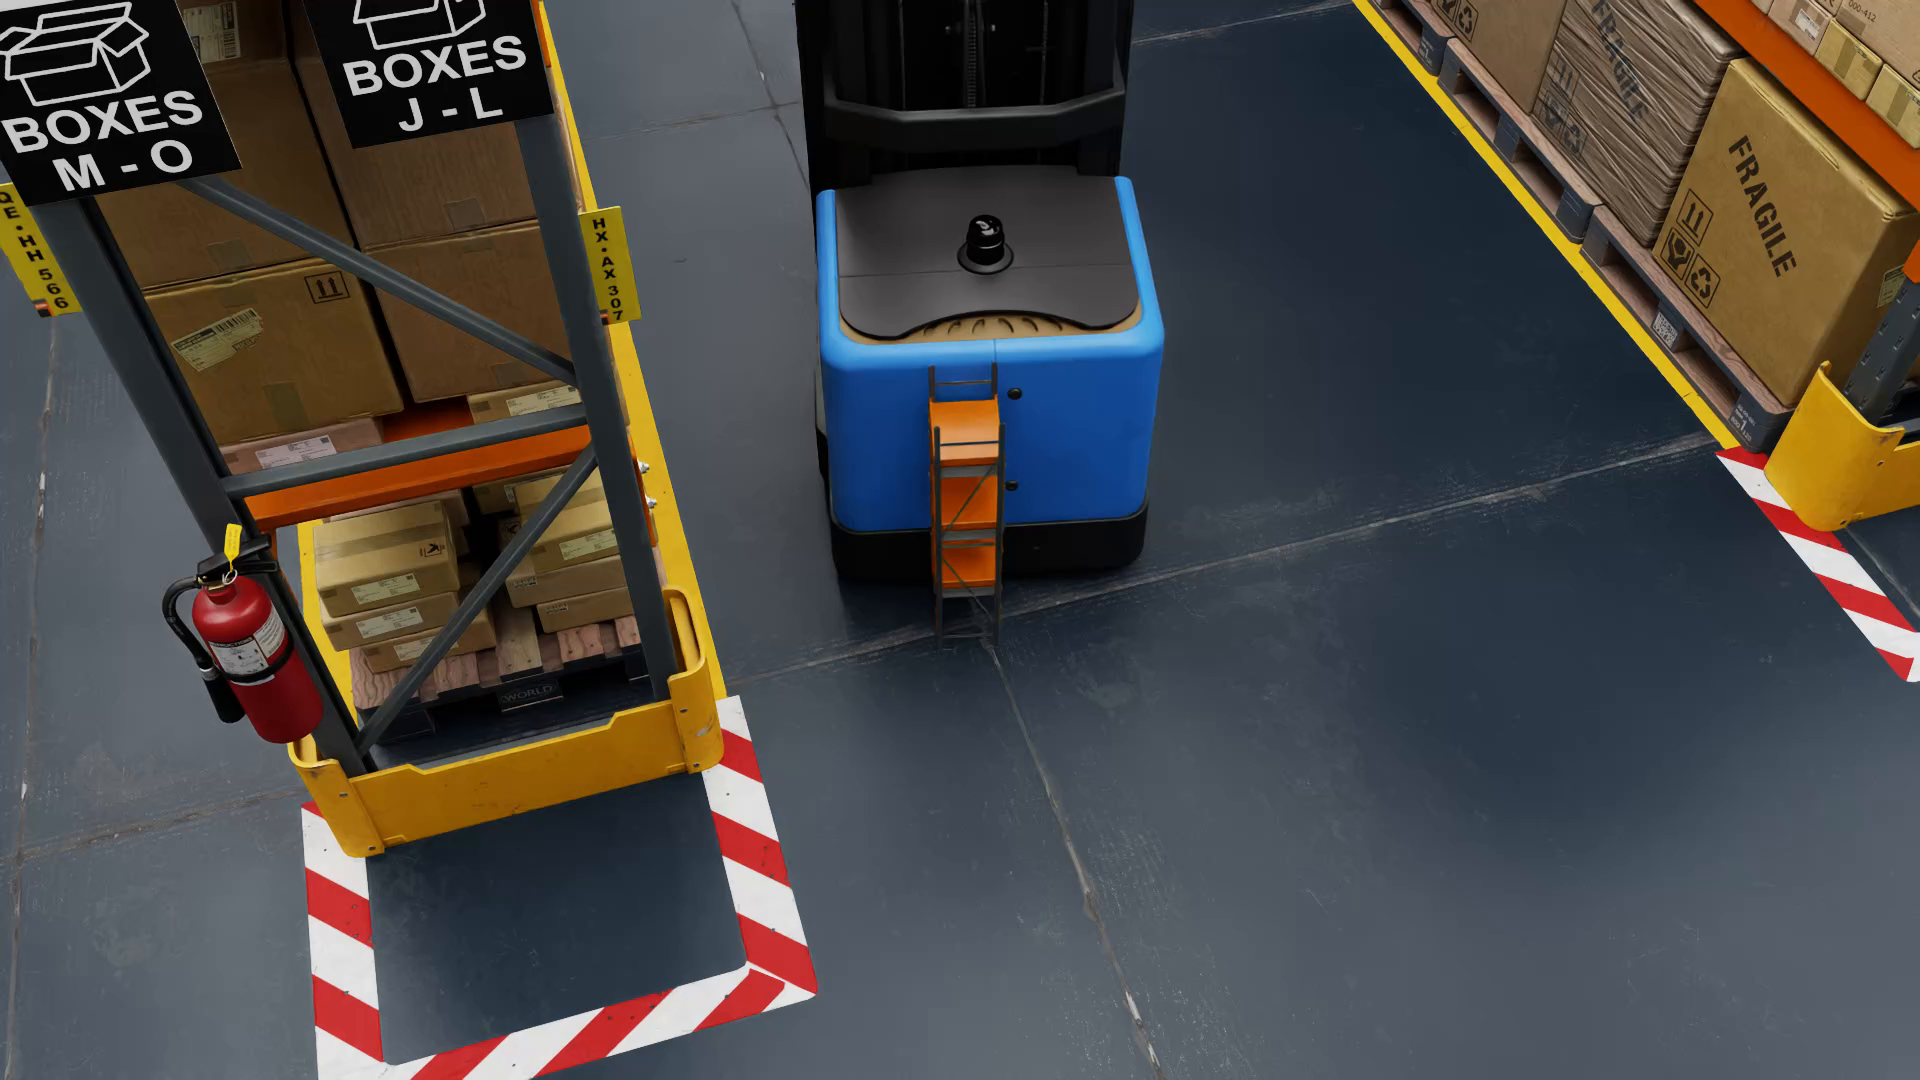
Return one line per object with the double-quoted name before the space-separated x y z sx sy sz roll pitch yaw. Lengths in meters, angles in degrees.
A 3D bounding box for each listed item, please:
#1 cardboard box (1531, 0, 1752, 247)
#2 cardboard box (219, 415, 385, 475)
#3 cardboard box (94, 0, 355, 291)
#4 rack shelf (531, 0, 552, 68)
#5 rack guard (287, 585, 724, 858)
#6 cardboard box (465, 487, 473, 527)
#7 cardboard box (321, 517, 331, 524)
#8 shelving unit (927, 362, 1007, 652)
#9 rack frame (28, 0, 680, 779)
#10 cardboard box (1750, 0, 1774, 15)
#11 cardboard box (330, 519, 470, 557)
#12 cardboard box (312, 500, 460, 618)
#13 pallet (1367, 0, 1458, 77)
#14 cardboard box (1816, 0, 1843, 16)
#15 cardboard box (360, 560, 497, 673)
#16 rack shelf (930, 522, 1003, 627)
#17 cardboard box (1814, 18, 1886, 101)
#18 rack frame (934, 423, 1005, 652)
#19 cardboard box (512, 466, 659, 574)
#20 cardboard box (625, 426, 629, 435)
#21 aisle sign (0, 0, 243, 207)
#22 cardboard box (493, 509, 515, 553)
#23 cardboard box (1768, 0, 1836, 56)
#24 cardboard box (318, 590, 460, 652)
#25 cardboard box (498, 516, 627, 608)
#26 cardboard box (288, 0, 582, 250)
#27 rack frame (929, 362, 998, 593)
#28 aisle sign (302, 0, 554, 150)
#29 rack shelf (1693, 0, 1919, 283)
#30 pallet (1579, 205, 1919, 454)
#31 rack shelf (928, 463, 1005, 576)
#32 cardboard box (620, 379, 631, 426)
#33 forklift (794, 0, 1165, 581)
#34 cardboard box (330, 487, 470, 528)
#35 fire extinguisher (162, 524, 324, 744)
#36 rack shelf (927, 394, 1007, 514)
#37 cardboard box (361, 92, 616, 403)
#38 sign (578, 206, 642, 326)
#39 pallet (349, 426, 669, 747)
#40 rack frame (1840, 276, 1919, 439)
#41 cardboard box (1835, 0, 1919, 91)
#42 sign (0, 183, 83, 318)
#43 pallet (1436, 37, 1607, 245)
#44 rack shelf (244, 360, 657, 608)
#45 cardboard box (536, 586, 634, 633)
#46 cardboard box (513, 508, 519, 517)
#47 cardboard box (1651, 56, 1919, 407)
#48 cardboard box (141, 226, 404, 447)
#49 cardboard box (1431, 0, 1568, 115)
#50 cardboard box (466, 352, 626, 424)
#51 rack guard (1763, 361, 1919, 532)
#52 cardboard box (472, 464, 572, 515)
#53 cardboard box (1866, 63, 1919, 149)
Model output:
"cardboard box" 2.927 -1.821 6.439 0.875 0.875 0.875 -13 51 -11
"cardboard box" -1.673 -0.302 4.207 0.380 0.149 0.250 -13 51 -11
"cardboard box" -1.679 -0.938 3.665 0.500 0.500 0.500 -14 51 -12
"rack shelf" -1.898 -2.405 4.324 1.077 0.370 4.000 -13 51 -11
"rack guard" -1.329 0.541 4.967 1.175 0.500 0.348 -13 51 -11
"cardboard box" -1.830 -0.140 5.496 0.380 0.149 0.250 -14 51 -11
"cardboard box" -1.890 -0.222 5.370 0.380 0.149 0.250 -15 52 -12
"shelving unit" 0.018 -0.074 5.126 0.215 1.050 0.252 -3 50 -3
"rack frame" -1.306 -0.209 3.964 1.000 3.000 0.127 -13 51 -11
"cardboard box" 2.817 -1.918 5.569 0.380 0.149 0.250 -13 51 -10
"cardboard box" -1.761 -0.046 5.222 0.380 0.149 0.250 -14 51 -12
"cardboard box" -1.705 0.053 4.944 0.380 0.149 0.250 -13 51 -11
"pallet" 2.429 -2.706 7.894 1.003 0.211 1.213 -13 51 -11
"cardboard box" 2.915 -1.969 5.352 0.500 0.250 0.500 -14 51 -12
"cardboard box" -1.661 0.237 5.178 0.380 0.149 0.250 -13 51 -10
"rack shelf" 0.018 0.112 5.347 0.215 0.259 0.240 -3 50 -3
"cardboard box" 2.963 -1.551 5.260 0.380 0.149 0.250 -13 51 -11
"rack frame" 0.027 0.019 5.048 0.200 1.050 0.008 -3 50 -3
"cardboard box" -1.137 -0.077 5.054 0.380 0.149 0.250 -15 52 -13
"cardboard box" -1.362 -0.445 5.753 0.380 0.149 0.250 -13 51 -11
"aisle sign" -1.571 -0.926 2.868 0.394 0.787 0.004 -13 51 -11
"cardboard box" -1.311 -0.053 5.423 0.380 0.149 0.250 -13 51 -11
"cardboard box" 2.890 -1.736 5.415 0.380 0.149 0.250 -13 51 -11
"cardboard box" -1.735 0.157 5.051 0.380 0.149 0.250 -15 51 -12
"cardboard box" -1.216 0.038 5.152 0.380 0.149 0.250 -11 51 -9
"cardboard box" -1.185 -1.048 3.757 0.500 0.500 0.500 -14 51 -11
"rack frame" 0.009 -0.167 5.204 0.200 1.050 0.008 -3 50 -3
"aisle sign" -0.998 -1.062 2.983 0.394 0.787 0.004 -13 51 -11
"rack shelf" 2.870 -2.486 6.354 1.077 0.370 4.000 -13 51 -11
"pallet" 3.150 -0.924 6.391 1.003 0.211 1.213 -13 51 -11
"rack shelf" 0.018 -0.068 5.134 0.215 0.259 0.240 -3 50 -3
"cardboard box" -1.285 -0.464 5.380 0.380 0.149 0.250 -13 51 -11
"forklift" -0.004 -1.940 5.469 1.130 2.935 3.031 -3 50 -3
"cardboard box" -1.724 -0.143 5.110 0.380 0.149 0.250 -12 51 -10
"fire extinguisher" -1.673 0.224 3.894 0.296 0.674 0.183 -13 51 -11
"rack shelf" 0.018 -0.250 4.917 0.215 0.259 0.240 -3 50 -3
"cardboard box" -1.175 -0.728 4.142 0.500 0.500 0.500 -11 51 -9
"sign" -0.788 -0.611 3.737 0.100 0.325 0.005 -13 51 -11
"pallet" -1.535 0.033 5.584 1.003 0.211 1.213 -13 51 -11
"rack frame" 3.462 -1.257 4.848 1.000 3.000 0.127 -13 51 -11
"cardboard box" 3.065 -1.598 5.039 0.500 0.250 0.500 -14 51 -12
"sign" -1.842 -0.573 3.307 0.100 0.325 0.005 -13 51 -11
"pallet" 2.793 -1.814 7.141 1.003 0.211 1.213 -13 51 -11
"rack shelf" -1.898 -1.438 5.471 1.077 0.370 4.000 -13 51 -11
"cardboard box" -1.155 0.119 5.278 0.380 0.149 0.250 -12 51 -10
"cardboard box" -1.243 -0.175 5.331 0.380 0.149 0.250 -14 51 -11
"cardboard box" 3.196 -1.157 5.878 0.875 0.875 0.875 -13 51 -11
"cardboard box" -1.685 -0.607 4.040 0.500 0.500 0.500 -12 51 -10
"cardboard box" 2.664 -2.471 6.987 0.875 0.875 0.875 -13 51 -11
"cardboard box" -1.089 -0.439 4.322 0.380 0.149 0.250 -14 51 -11
"rack guard" 3.469 -0.434 5.789 1.175 0.500 0.348 -13 51 -11
"cardboard box" -1.333 -0.251 5.201 0.380 0.149 0.250 -12 51 -10
"cardboard box" 3.042 -1.362 5.100 0.380 0.149 0.250 -12 51 -10
